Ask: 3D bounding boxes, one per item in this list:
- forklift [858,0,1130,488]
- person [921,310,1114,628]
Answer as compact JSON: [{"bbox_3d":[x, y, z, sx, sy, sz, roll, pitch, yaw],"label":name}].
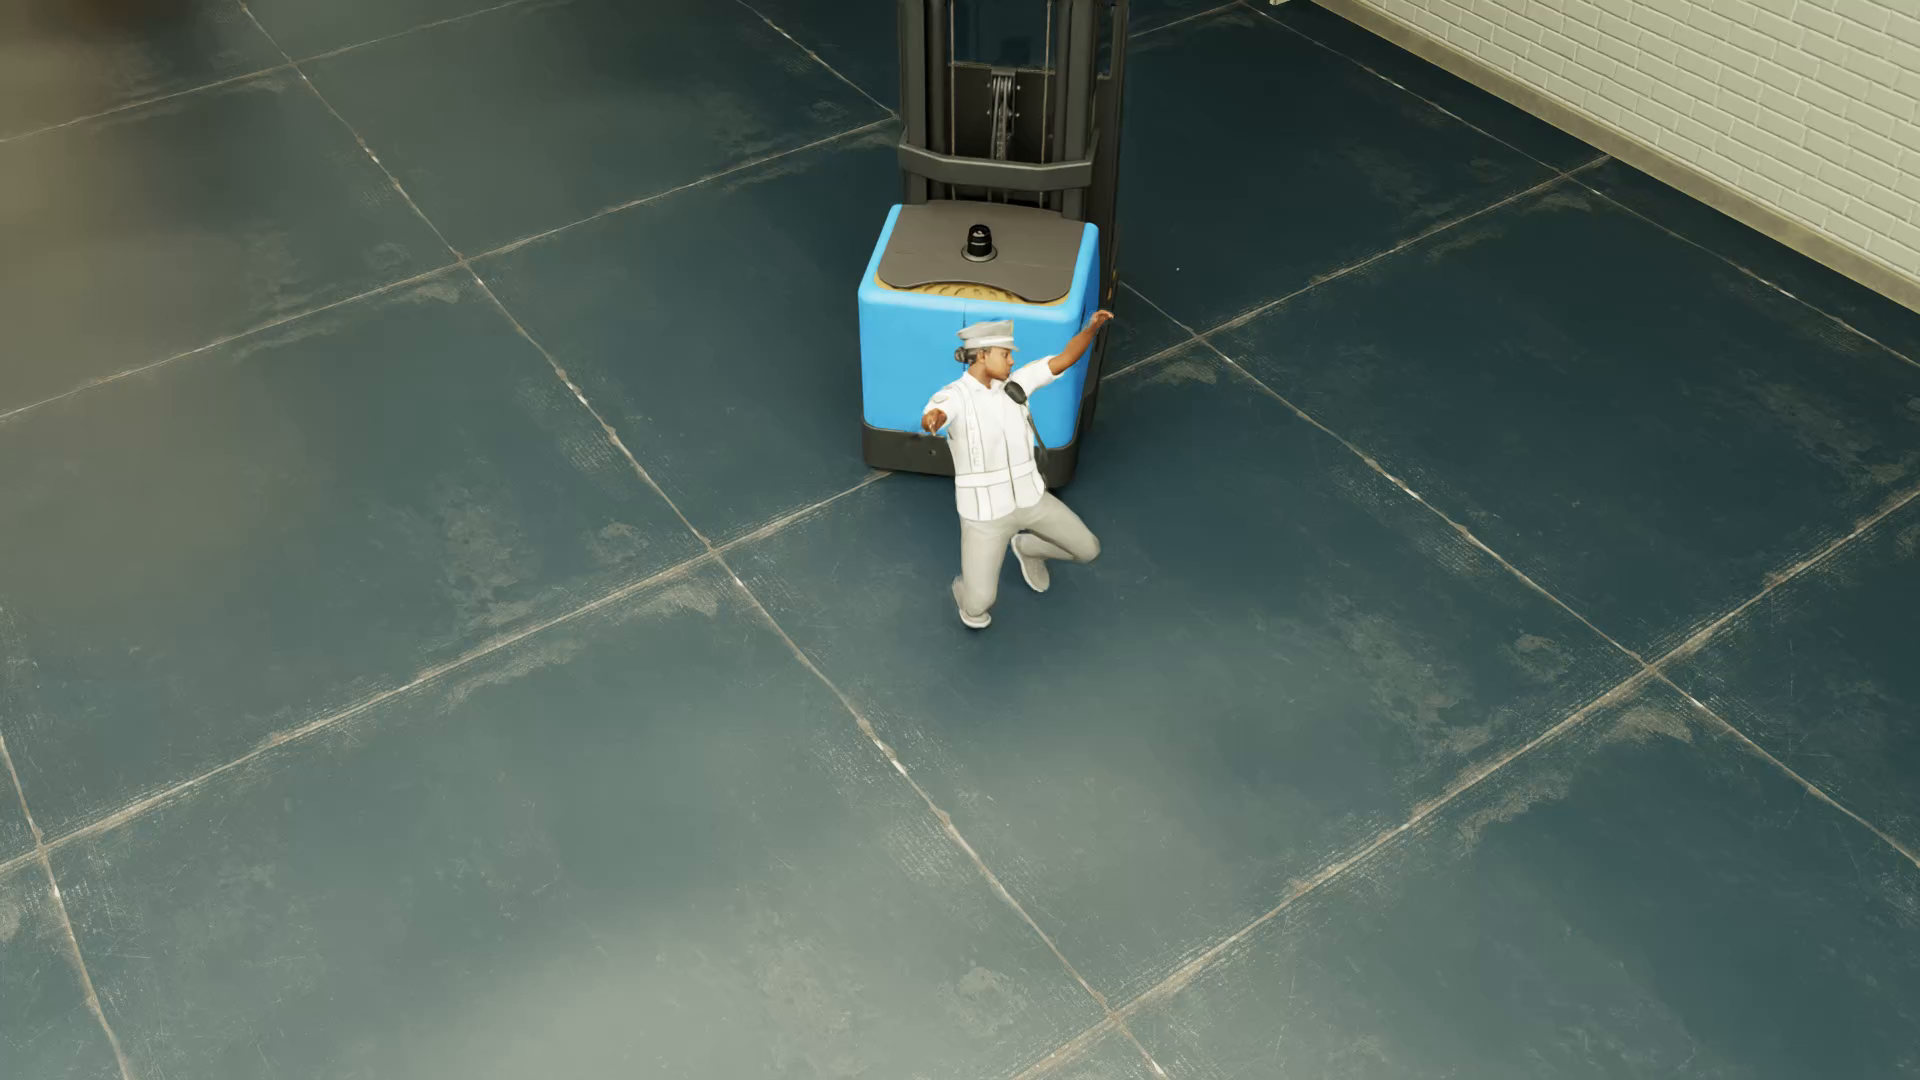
[{"bbox_3d":[0.291,-2.338,8.253,1.130,2.935,3.031,7,43,8],"label":"forklift"},{"bbox_3d":[0.117,-0.283,7.013,0.911,1.583,0.727,-23,47,-23],"label":"person"}]
